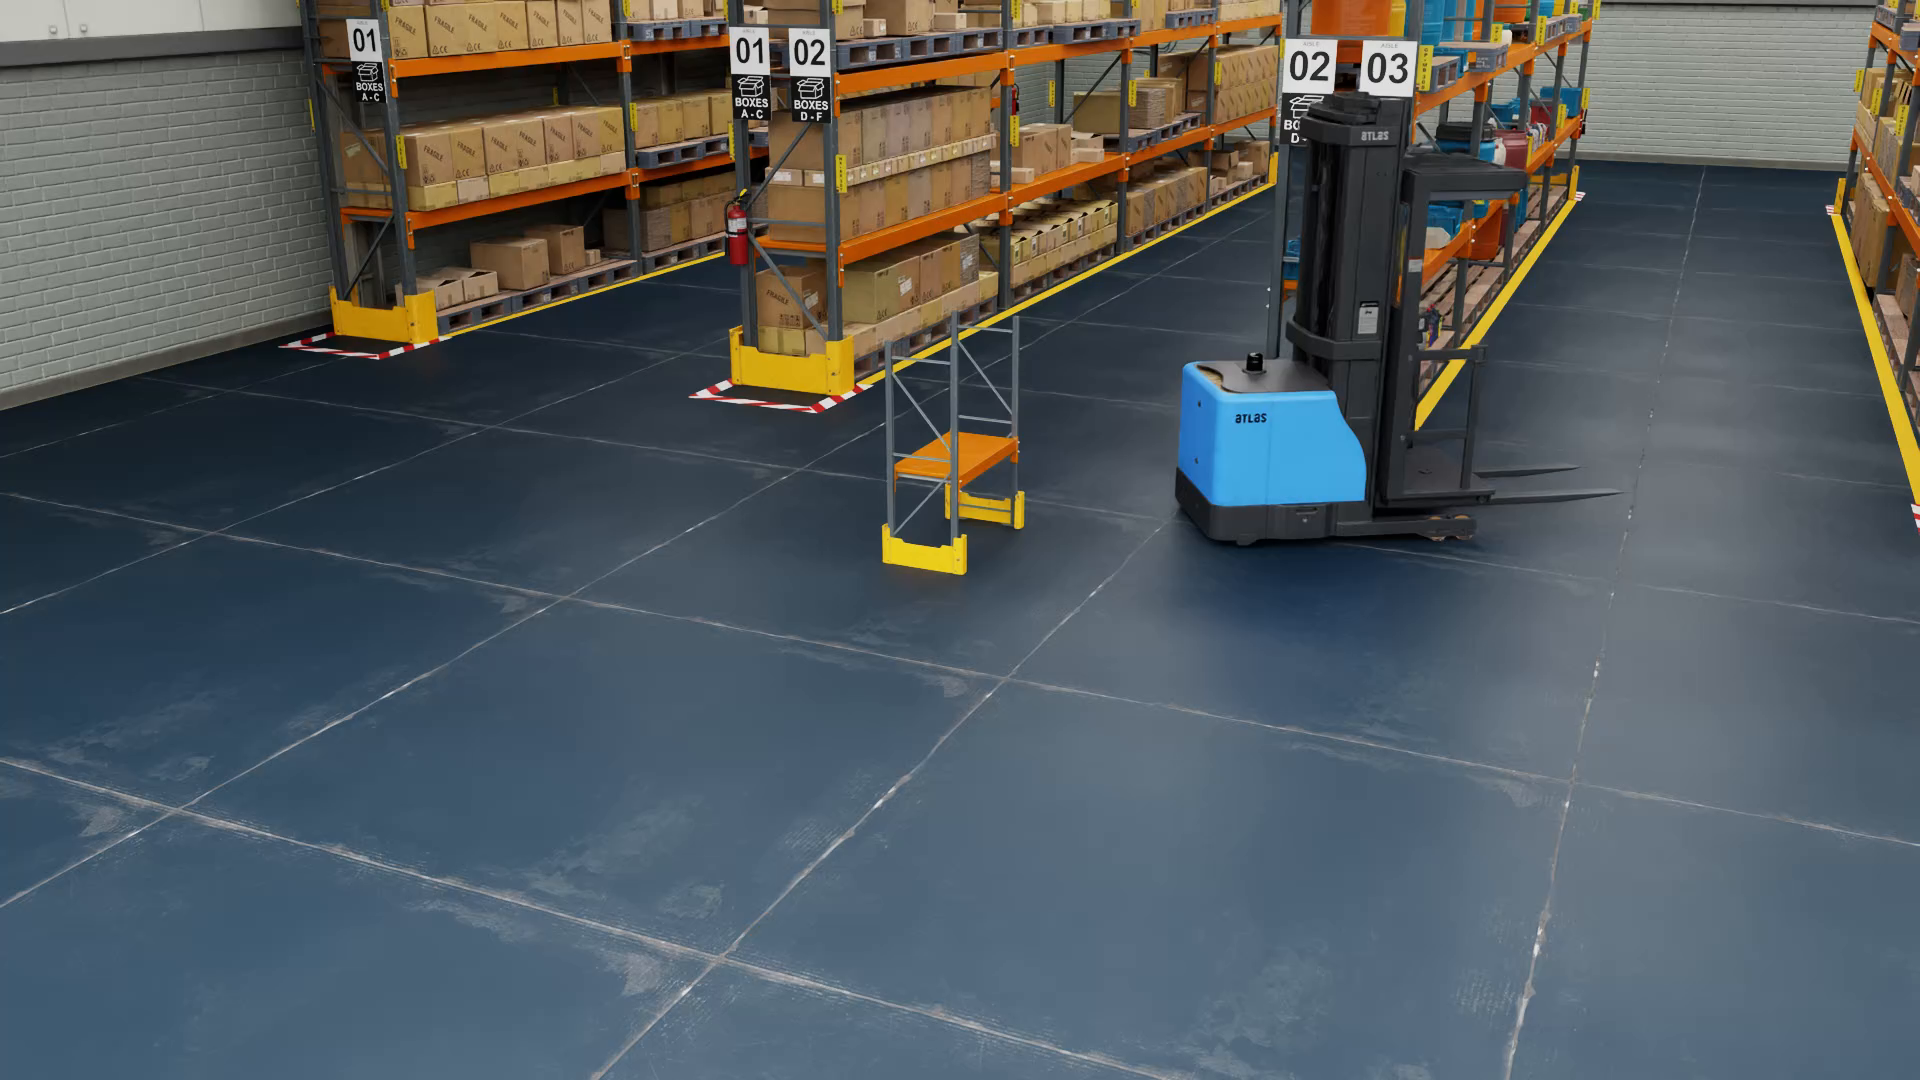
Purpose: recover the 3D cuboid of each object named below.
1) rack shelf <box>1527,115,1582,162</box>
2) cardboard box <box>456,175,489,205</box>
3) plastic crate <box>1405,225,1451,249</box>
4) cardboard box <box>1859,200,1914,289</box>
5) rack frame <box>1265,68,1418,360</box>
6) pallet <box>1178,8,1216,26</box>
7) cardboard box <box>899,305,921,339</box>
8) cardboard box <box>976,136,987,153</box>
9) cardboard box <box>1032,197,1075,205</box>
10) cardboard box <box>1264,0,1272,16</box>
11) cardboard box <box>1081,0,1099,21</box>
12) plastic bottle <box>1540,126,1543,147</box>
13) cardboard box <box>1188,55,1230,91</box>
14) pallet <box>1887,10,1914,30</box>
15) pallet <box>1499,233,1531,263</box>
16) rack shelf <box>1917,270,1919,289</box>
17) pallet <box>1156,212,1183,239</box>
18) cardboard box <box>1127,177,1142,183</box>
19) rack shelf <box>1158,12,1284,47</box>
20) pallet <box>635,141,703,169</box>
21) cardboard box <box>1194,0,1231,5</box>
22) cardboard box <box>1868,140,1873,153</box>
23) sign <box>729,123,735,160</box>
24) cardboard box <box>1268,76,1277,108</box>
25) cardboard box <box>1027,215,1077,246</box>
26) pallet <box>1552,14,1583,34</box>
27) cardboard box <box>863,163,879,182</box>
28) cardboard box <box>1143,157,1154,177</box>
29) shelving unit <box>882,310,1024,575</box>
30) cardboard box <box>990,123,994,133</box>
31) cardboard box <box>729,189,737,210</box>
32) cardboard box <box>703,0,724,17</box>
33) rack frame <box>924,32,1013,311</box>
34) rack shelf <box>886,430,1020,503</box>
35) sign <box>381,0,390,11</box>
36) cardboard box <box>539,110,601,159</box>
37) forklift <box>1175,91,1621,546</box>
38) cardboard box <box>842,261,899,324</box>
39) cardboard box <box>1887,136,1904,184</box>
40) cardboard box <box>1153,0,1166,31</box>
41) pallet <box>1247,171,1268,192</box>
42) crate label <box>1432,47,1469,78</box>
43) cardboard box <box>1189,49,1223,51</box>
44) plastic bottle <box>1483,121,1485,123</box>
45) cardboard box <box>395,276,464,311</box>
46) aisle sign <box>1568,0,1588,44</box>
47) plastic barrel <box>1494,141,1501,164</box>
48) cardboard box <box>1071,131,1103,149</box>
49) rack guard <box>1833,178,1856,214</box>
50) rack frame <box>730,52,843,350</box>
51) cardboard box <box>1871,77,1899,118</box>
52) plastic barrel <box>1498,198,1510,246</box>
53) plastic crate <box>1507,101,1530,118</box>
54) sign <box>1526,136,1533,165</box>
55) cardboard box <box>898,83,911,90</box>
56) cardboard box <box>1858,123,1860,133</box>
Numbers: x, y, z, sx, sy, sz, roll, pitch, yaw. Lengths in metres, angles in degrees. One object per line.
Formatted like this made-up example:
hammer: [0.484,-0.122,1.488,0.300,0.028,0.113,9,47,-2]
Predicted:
rack shelf: [8.699,-6.122,25.280,1.077,0.370,4.000,9,21,23]
cardboard box: [-5.383,-3.746,17.719,0.500,0.250,0.500,8,21,21]
plastic crate: [4.170,-2.749,15.115,0.530,0.136,0.437,9,21,23]
cardboard box: [11.062,-3.352,18.962,1.225,0.875,0.875,8,21,20]
rack frame: [2.966,-2.181,13.126,1.000,3.000,0.127,9,21,23]
pallet: [3.031,-7.665,24.350,1.213,0.211,1.003,9,21,23]
cardboard box: [-0.722,-2.204,16.666,0.500,0.250,0.500,9,21,23]
cardboard box: [0.067,-4.250,17.825,0.380,0.149,0.250,8,21,22]
cardboard box: [1.242,-4.354,21.876,0.500,0.311,0.500,9,22,25]
cardboard box: [4.816,-8.751,27.347,0.500,0.250,0.500,9,21,23]
cardboard box: [1.392,-6.539,20.499,0.500,0.250,0.500,9,22,24]
plastic bottle: [7.864,-5.515,22.684,0.152,0.276,0.135,9,21,23]
cardboard box: [3.812,-7.154,25.467,0.500,0.500,0.500,9,22,24]
pallet: [12.743,-6.790,21.741,1.003,0.211,1.213,9,21,23]
pallet: [7.028,-3.931,22.208,1.003,0.211,1.213,9,21,23]
rack shelf: [8.304,-1.774,13.054,1.077,0.370,4.000,9,21,23]
pallet: [2.566,-4.588,24.056,1.003,0.211,1.213,9,21,23]
cardboard box: [2.315,-4.975,24.054,0.500,0.500,0.500,8,21,21]
rack shelf: [4.181,-8.216,26.692,1.077,0.370,4.000,9,21,23]
pallet: [-3.989,-4.887,21.019,1.003,0.211,1.213,9,21,23]
cardboard box: [3.788,-8.223,25.116,0.500,0.250,0.500,9,21,23]
cardboard box: [12.225,-5.190,21.960,0.380,0.149,0.250,9,21,23]
sign: [-2.041,-3.598,15.028,0.100,0.325,0.005,9,21,23]
cardboard box: [5.065,-7.626,28.286,0.500,0.500,0.500,9,22,24]
cardboard box: [1.111,-3.814,20.356,0.500,0.311,0.500,9,22,24]
pallet: [7.648,-6.921,22.258,1.213,0.211,1.003,9,21,23]
cardboard box: [-0.985,-3.462,15.611,0.380,0.149,0.250,9,21,23]
cardboard box: [2.532,-5.493,24.393,0.500,0.250,0.500,9,21,23]
shelving unit: [-0.031,-0.683,11.152,0.587,1.500,1.083,9,21,23]
cardboard box: [0.398,-7.466,30.120,0.380,0.149,0.250,8,21,22]
cardboard box: [-3.361,-4.647,23.133,0.700,0.500,0.500,9,21,23]
cardboard box: [-3.412,-7.074,22.223,0.797,0.503,0.637,12,23,30]
rack frame: [0.086,-4.085,18.478,1.000,3.000,0.127,9,21,23]
rack shelf: [-0.035,-0.511,11.204,0.538,0.185,1.000,9,21,23]
sign: [-5.577,-5.291,16.090,0.100,0.325,0.005,9,21,23]
cardboard box: [-4.545,-4.715,19.325,0.500,0.500,0.500,8,21,22]
forklift: [3.125,-1.547,11.444,3.031,2.935,1.130,-3,20,-7]
cardboard box: [-0.926,-2.404,16.110,0.500,0.500,0.500,9,21,23]
cardboard box: [10.946,-4.331,19.021,0.500,0.500,0.500,8,21,22]
cardboard box: [2.294,-7.221,22.671,0.910,0.500,0.500,9,21,23]
pallet: [4.644,-6.172,28.509,1.003,0.211,1.213,9,21,23]
crate label: [4.034,-4.051,14.129,0.502,0.251,0.408,9,21,23]
cardboard box: [3.954,-7.703,27.012,0.500,0.500,0.500,8,21,22]
plastic bottle: [7.286,-5.700,23.195,0.061,0.283,0.133,9,21,23]
cardboard box: [-5.707,-2.680,17.885,0.500,0.311,0.500,6,20,17]
aisle sign: [9.815,-8.279,26.392,0.394,0.787,0.004,9,21,23]
plastic barrel: [5.843,-4.207,18.655,0.421,0.512,0.421,0,20,0]
cardboard box: [1.536,-5.160,21.636,0.500,0.311,0.500,10,22,26]
rack guard: [14.046,-5.222,25.407,1.175,0.500,0.348,9,21,23]
rack frame: [-1.552,-2.862,15.040,1.000,3.000,0.127,9,21,23]
cardboard box: [12.552,-5.923,22.307,0.500,0.500,0.500,9,21,23]
plastic barrel: [6.889,-4.186,21.734,0.600,0.588,0.708,9,21,23]
plastic crate: [8.847,-6.790,26.246,0.416,0.233,0.300,9,21,23]
sign: [6.747,-4.630,19.769,0.100,0.325,0.005,9,21,23]
cardboard box: [-1.118,-7.230,26.699,0.500,0.500,0.500,8,21,22]
cardboard box: [13.276,-5.974,24.166,0.380,0.149,0.250,8,21,22]
